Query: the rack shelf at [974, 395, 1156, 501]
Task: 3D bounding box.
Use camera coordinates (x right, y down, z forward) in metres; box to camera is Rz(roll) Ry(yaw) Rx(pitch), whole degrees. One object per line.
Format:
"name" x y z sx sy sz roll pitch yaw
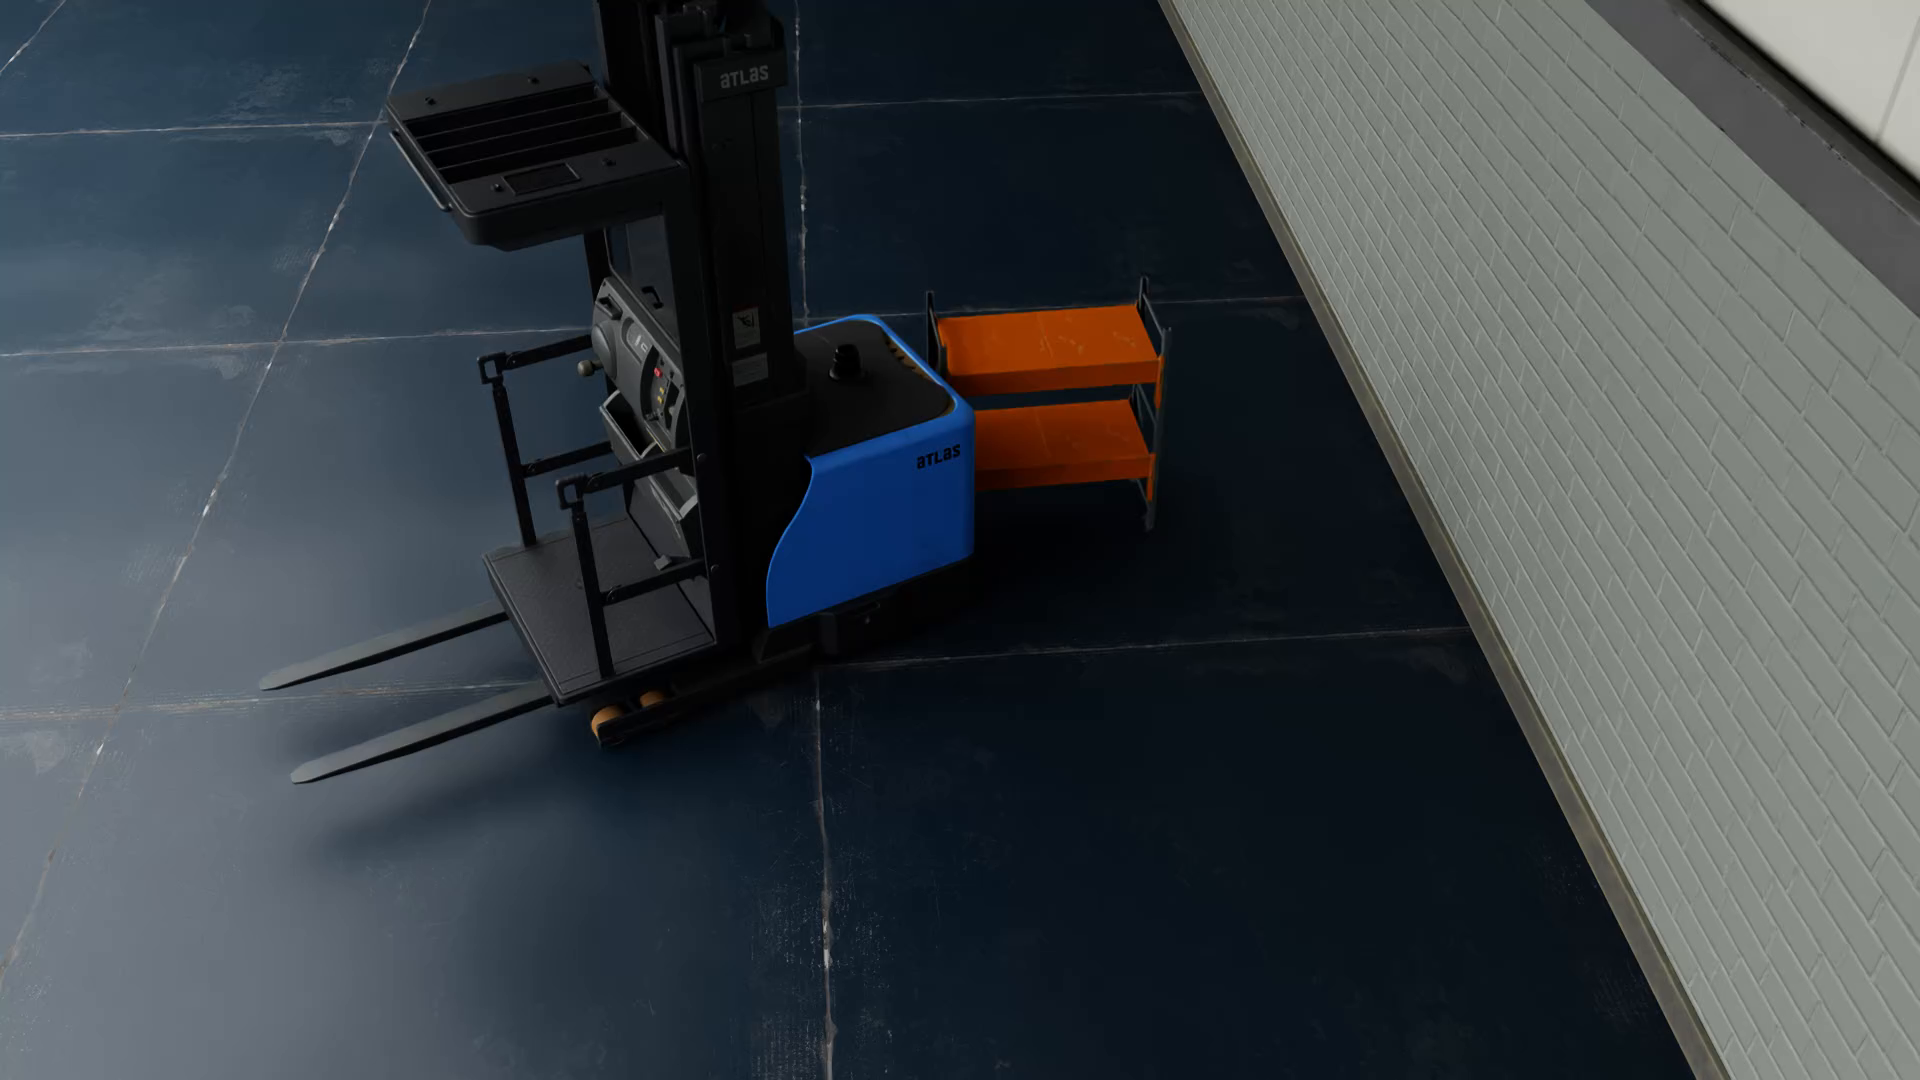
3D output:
"rack shelf" 0.396 -0.412 8.081 1.000 0.278 0.538 -5 39 -6

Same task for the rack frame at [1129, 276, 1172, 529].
"rack frame" 0.900 -0.647 7.984 0.032 1.125 0.500 -5 39 -6

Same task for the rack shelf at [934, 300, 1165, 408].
"rack shelf" 0.396 -0.834 7.748 1.000 0.278 0.538 -5 39 -6

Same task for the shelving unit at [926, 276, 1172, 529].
"shelving unit" 0.396 -0.604 7.929 1.048 1.125 0.538 -5 39 -6

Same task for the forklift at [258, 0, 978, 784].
"forklift" -1.458 -0.665 6.548 3.031 2.935 1.130 -19 42 -23

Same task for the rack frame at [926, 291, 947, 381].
"rack frame" -0.107 -0.561 7.875 0.032 1.125 0.500 -5 39 -6
